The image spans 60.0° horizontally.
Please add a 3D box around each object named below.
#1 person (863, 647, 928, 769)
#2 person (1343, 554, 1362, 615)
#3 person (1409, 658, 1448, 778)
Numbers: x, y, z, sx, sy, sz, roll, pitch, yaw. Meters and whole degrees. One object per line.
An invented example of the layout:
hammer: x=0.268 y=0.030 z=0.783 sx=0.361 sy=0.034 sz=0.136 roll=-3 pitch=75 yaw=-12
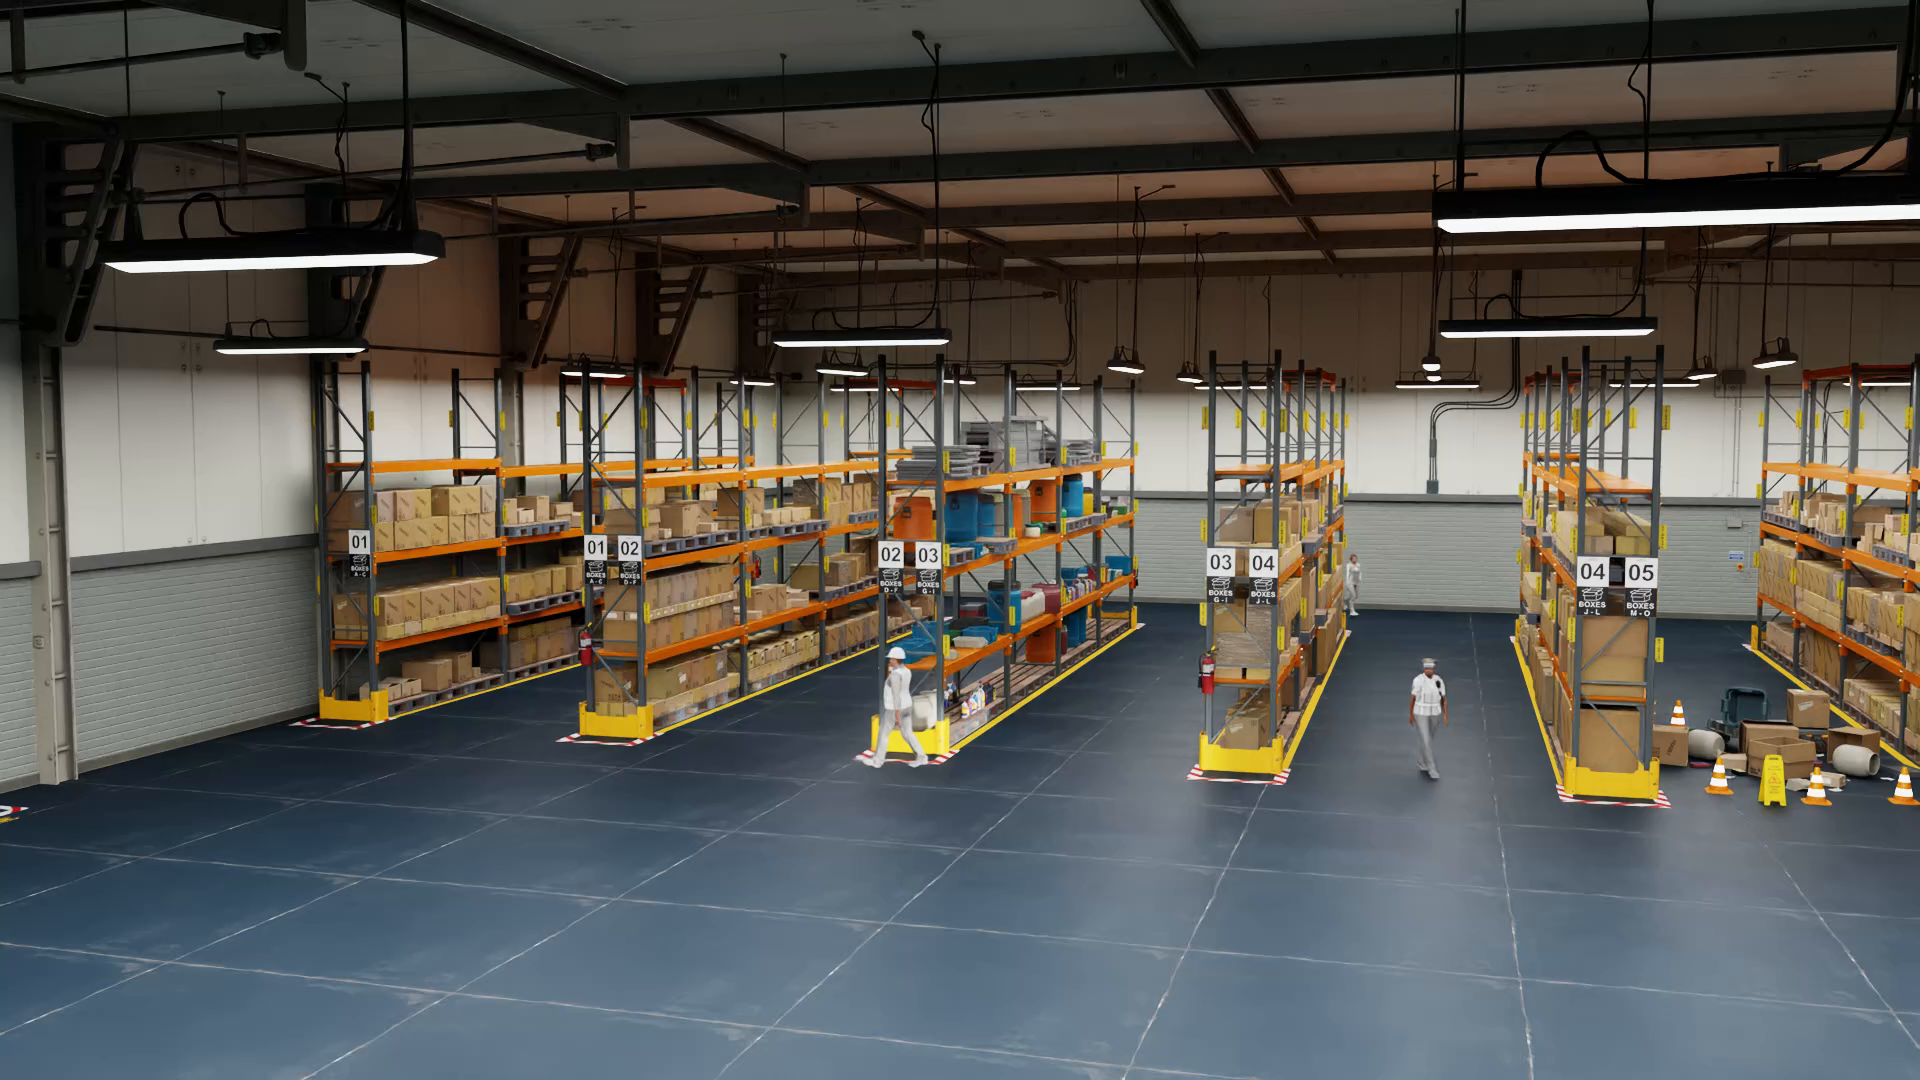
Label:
person: x=-0.919 y=2.422 z=24.013 sx=0.869 sy=1.754 sz=0.548 roll=3 pitch=5 yaw=31
person: x=10.118 y=1.133 z=42.911 sx=0.414 sy=1.579 sz=0.601 roll=-3 pitch=5 yaw=-35
person: x=6.640 y=2.483 z=23.468 sx=0.471 sy=1.651 sz=0.830 roll=-1 pitch=4 yaw=-9
